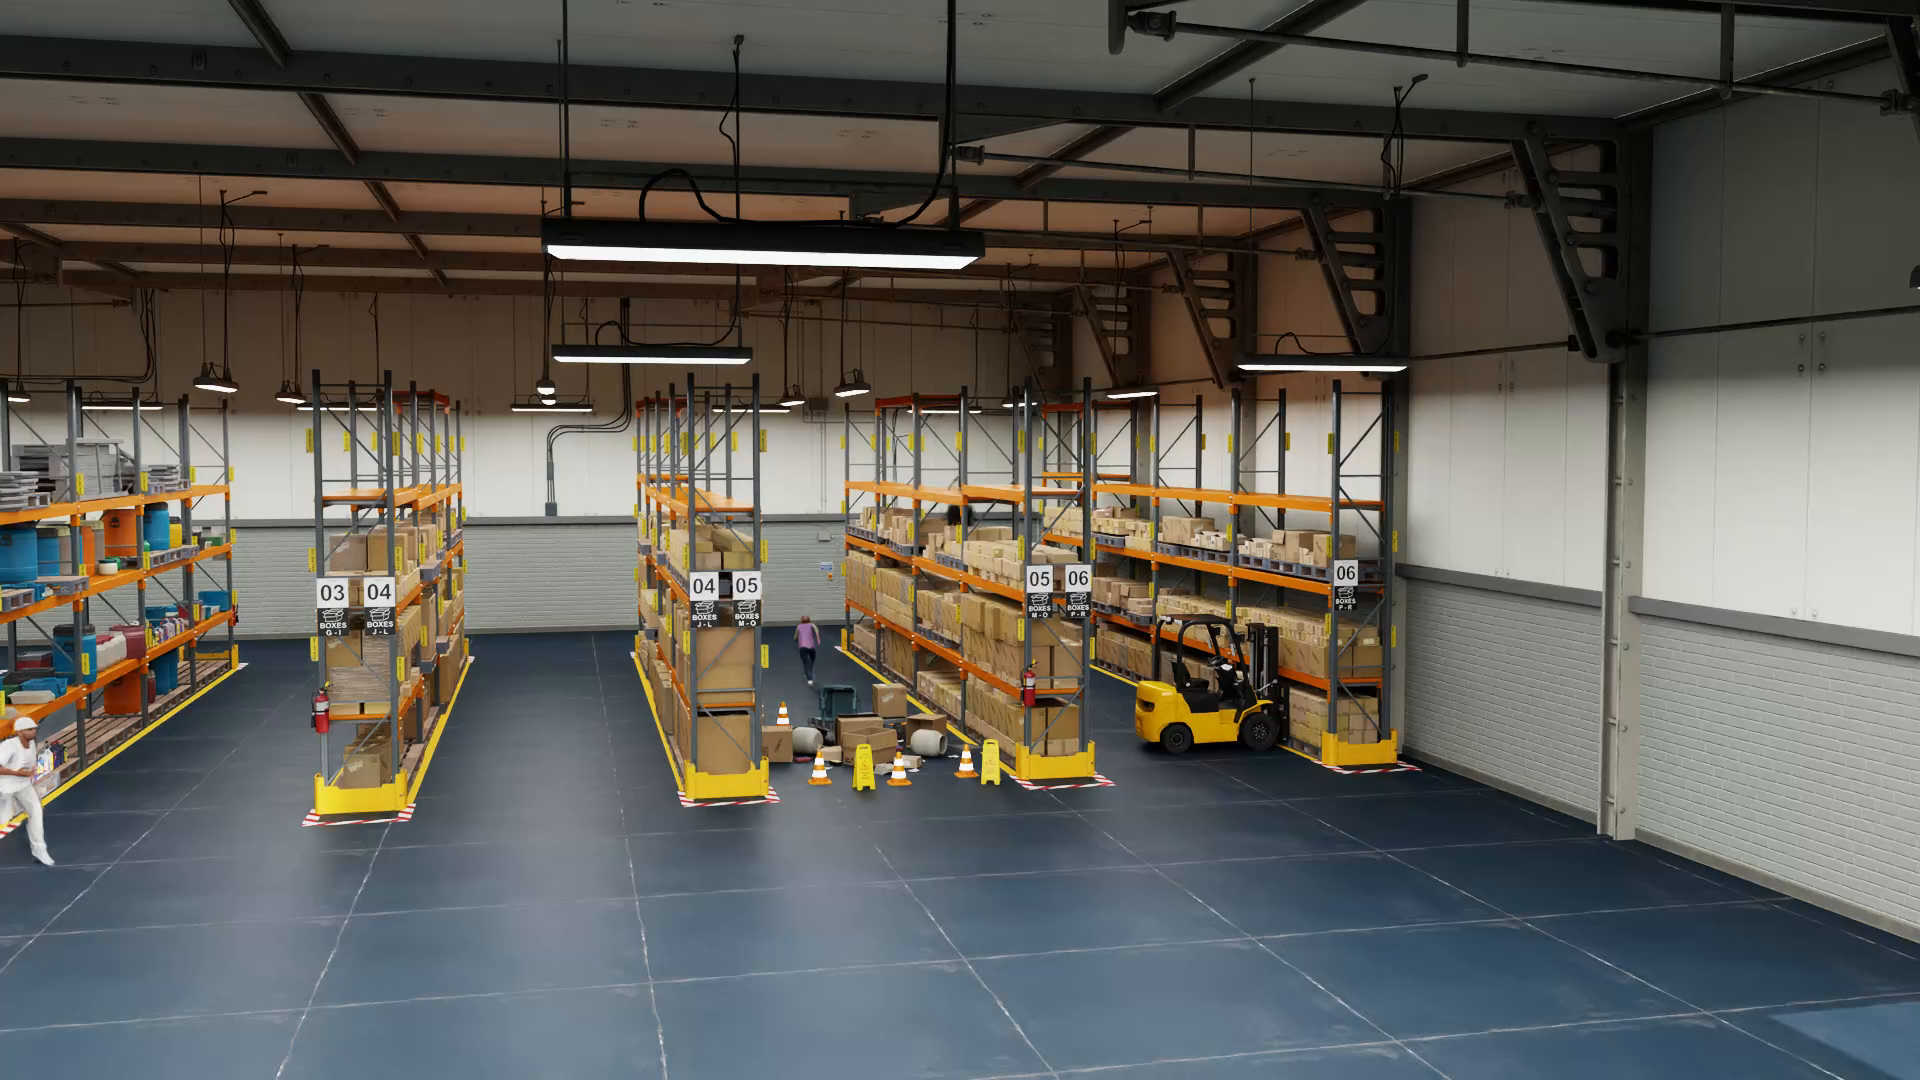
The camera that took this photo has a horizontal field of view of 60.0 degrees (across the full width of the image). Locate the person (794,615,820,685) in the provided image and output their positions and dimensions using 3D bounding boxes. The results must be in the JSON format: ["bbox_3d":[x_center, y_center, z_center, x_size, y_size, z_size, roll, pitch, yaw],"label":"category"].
[{"bbox_3d":[-3.184,2.287,34.579,0.550,1.398,1.027,0,3,-4],"label":"person"}]

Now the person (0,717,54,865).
[{"bbox_3d":[-11.346,2.990,19.862,1.098,1.764,0.686,1,3,17],"label":"person"}]
